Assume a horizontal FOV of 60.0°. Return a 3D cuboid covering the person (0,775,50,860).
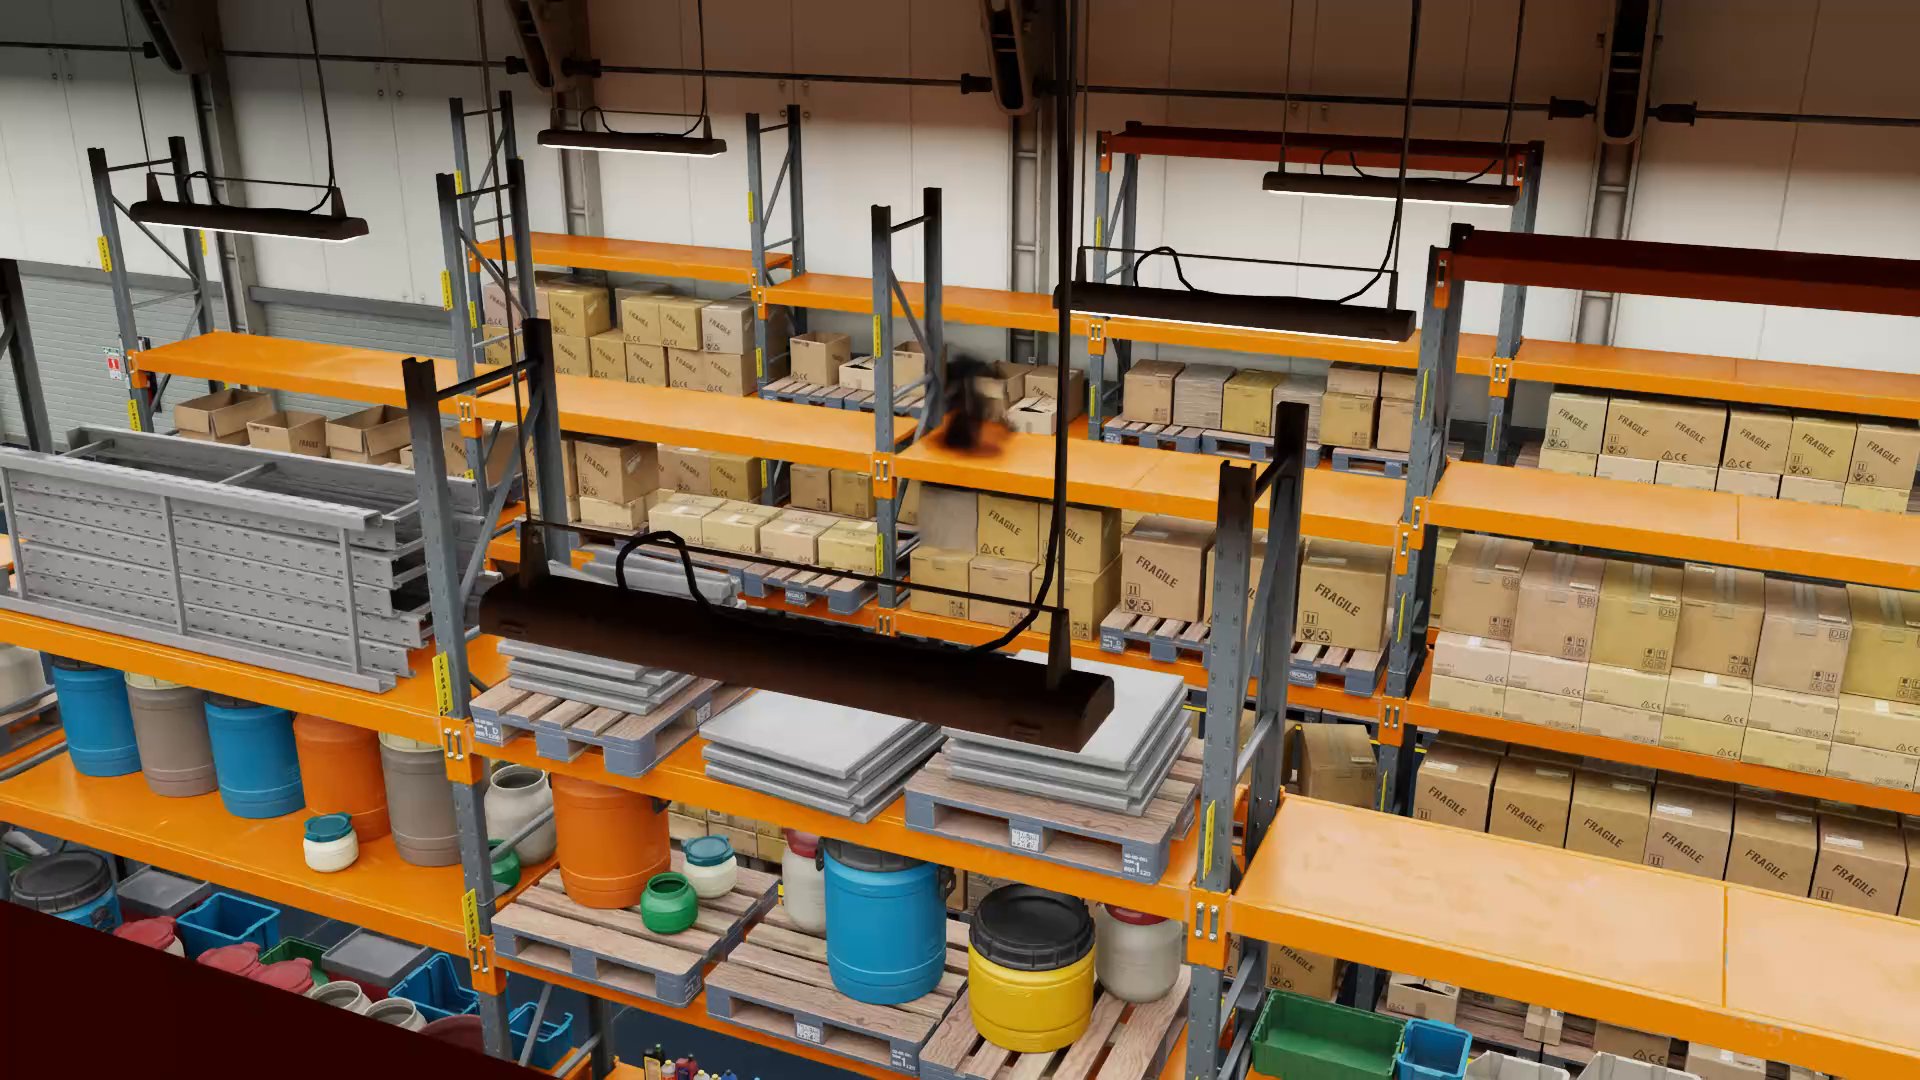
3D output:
[{"bbox_3d":[-8.266,2.294,14.244,0.558,1.650,0.609,6,21,15],"label":"person"}]
